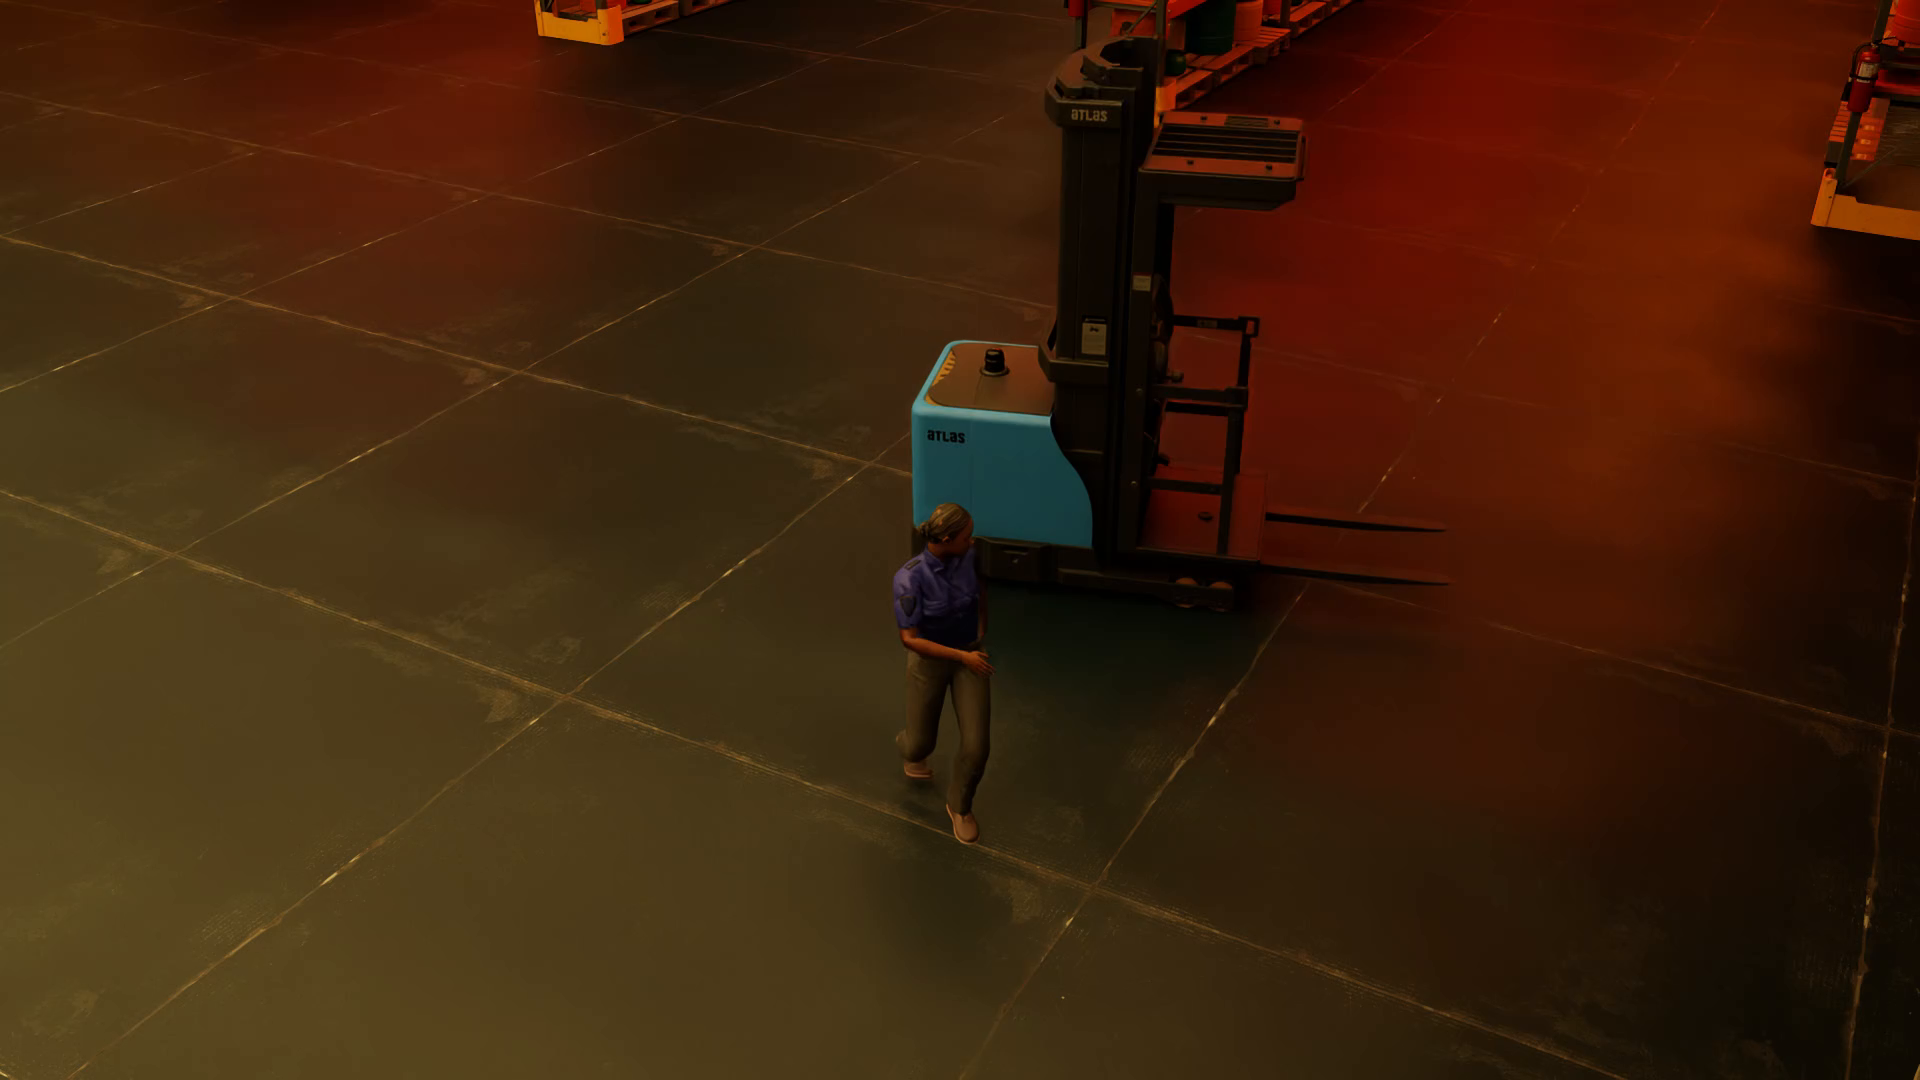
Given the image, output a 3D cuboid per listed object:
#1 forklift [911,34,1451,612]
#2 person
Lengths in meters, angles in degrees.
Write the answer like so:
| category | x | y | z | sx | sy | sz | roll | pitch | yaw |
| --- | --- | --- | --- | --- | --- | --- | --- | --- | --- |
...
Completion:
| category | x | y | z | sx | sy | sz | roll | pitch | yaw |
| --- | --- | --- | --- | --- | --- | --- | --- | --- | --- |
| forklift | 1.287 | -1.158 | 9.077 | 3.031 | 2.935 | 1.130 | 6 | 31 | 10 |
| person | -0.044 | 0.548 | 7.490 | 0.535 | 1.589 | 0.704 | -8 | 31 | -13 |
